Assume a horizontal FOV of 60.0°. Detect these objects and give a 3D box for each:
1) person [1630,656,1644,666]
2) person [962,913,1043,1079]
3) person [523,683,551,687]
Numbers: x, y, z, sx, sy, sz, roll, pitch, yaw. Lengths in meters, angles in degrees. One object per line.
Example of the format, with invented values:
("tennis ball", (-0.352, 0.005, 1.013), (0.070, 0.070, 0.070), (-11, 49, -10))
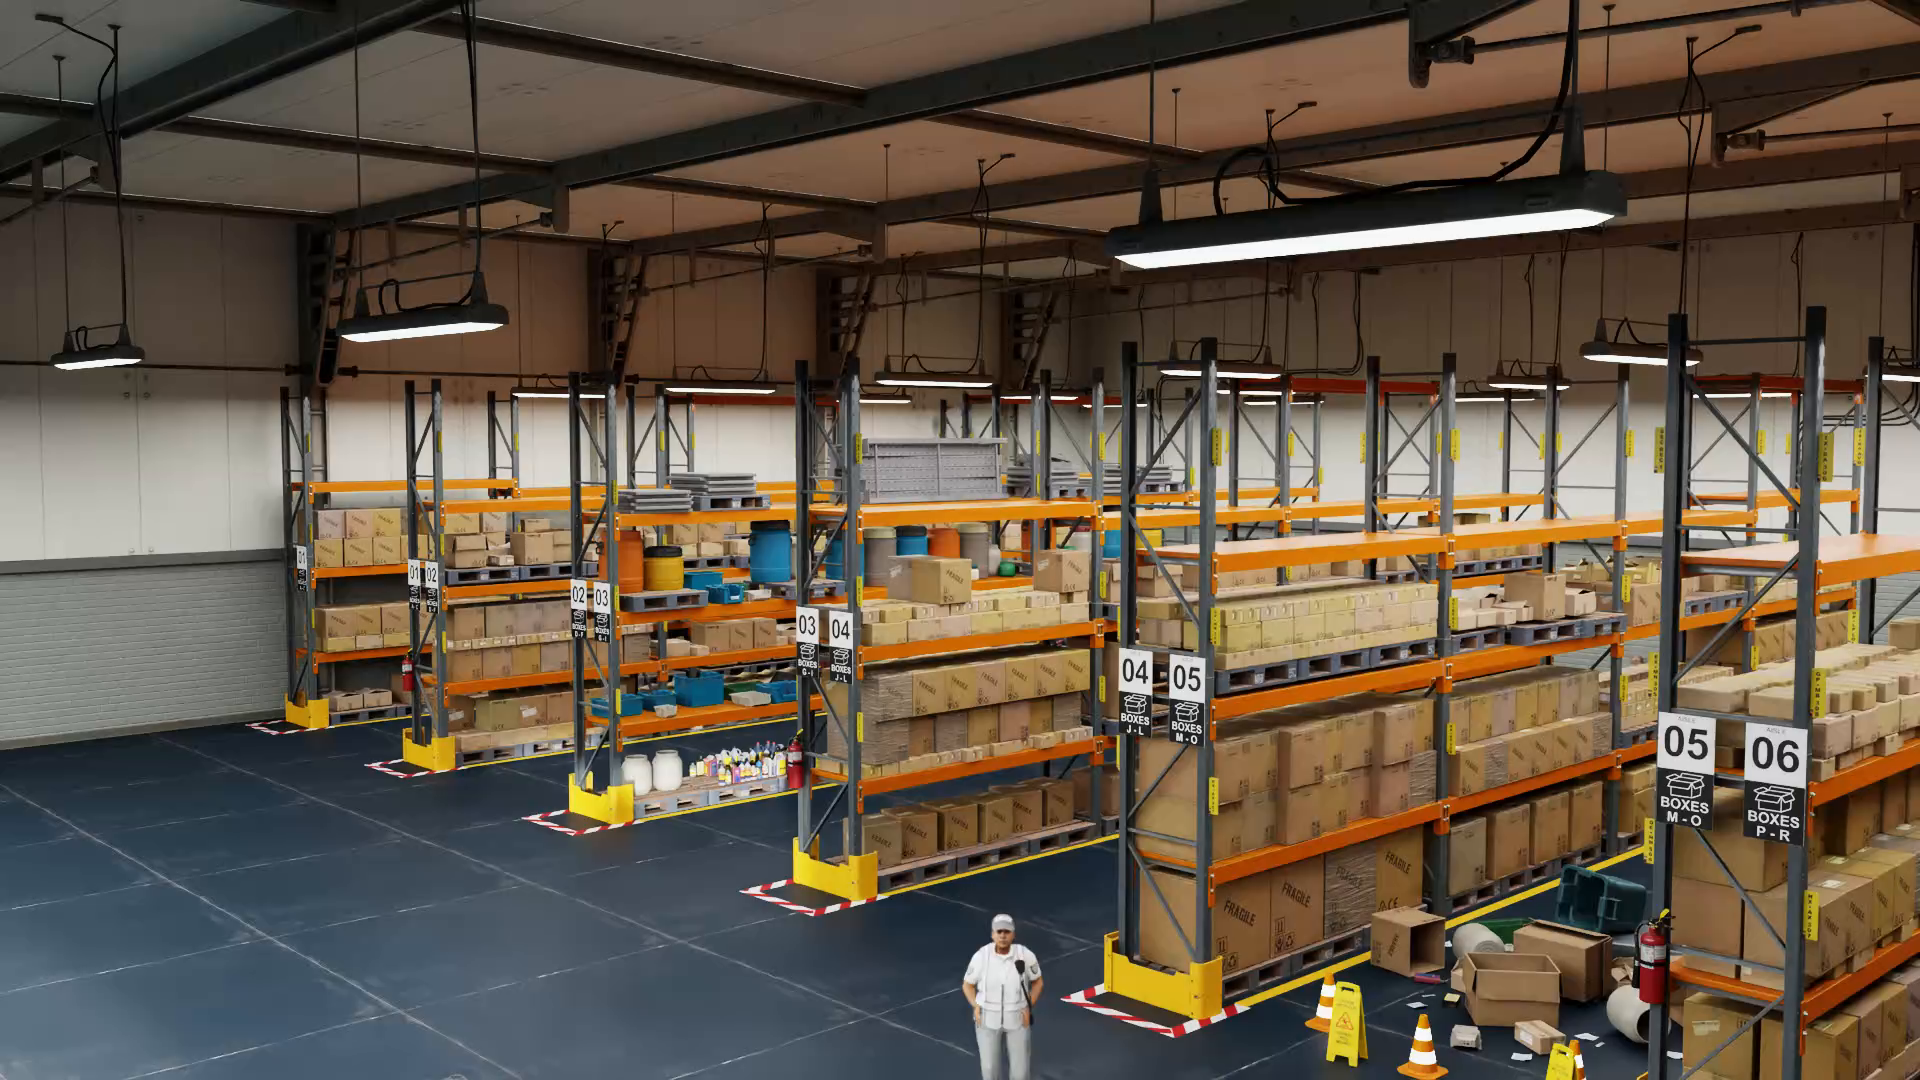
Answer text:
("person", (10.542, 2.677, 25.706), (0.789, 1.803, 0.663), (-3, 5, -41))
("person", (0.317, 3.568, 12.301), (0.604, 1.617, 0.555), (0, 4, 2))
("person", (-7.336, 2.437, 28.925), (0.670, 1.834, 0.809), (3, 5, 38))
